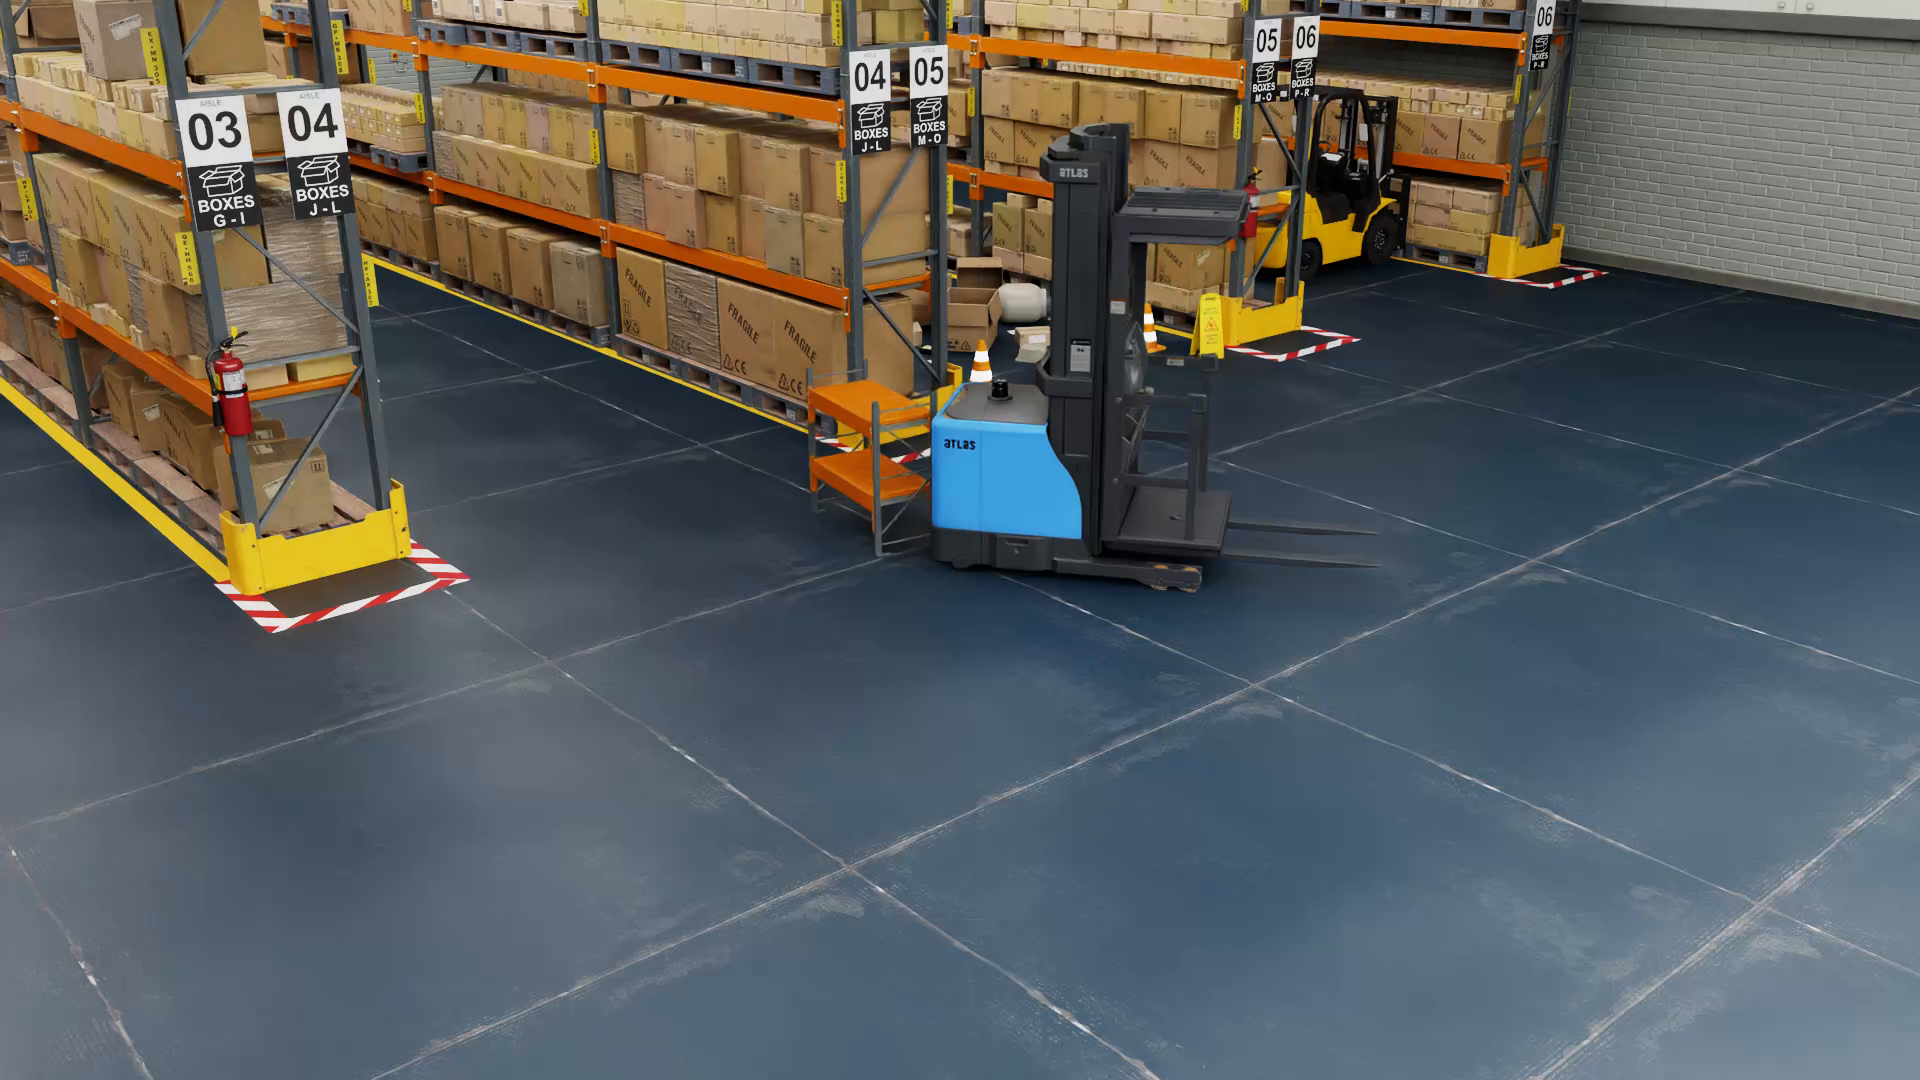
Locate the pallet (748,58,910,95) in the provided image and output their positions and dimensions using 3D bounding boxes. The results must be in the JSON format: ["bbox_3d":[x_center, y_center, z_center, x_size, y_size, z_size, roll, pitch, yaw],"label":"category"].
[{"bbox_3d":[-1.016,-3.893,13.819,1.003,0.211,1.213,-17,27,-37],"label":"pallet"}]

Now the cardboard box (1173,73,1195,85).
[{"bbox_3d":[3.218,-6.495,23.427,0.380,0.149,0.250,-18,28,-39],"label":"cardboard box"}]

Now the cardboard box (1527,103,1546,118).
[{"bbox_3d":[6.893,-5.228,20.193,0.380,0.149,0.250,-18,28,-39],"label":"cardboard box"}]

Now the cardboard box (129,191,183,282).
[{"bbox_3d":[-5.224,-2.063,11.222,0.500,0.500,0.500,-17,27,-37],"label":"cardboard box"}]

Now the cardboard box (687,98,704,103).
[{"bbox_3d":[-3.597,-6.409,23.754,0.500,0.250,0.500,-18,28,-39],"label":"cardboard box"}]

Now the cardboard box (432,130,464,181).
[{"bbox_3d":[-5.657,-4.404,18.977,0.500,0.500,0.500,-17,27,-37],"label":"cardboard box"}]

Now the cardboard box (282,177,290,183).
[{"bbox_3d":[-9.151,-4.960,23.053,0.380,0.149,0.250,-18,28,-38],"label":"cardboard box"}]

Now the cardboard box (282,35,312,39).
[{"bbox_3d":[-9.122,-6.770,23.240,0.500,0.500,0.500,-17,27,-37],"label":"cardboard box"}]

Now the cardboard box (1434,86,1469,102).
[{"bbox_3d":[6.042,-5.473,20.410,0.380,0.149,0.250,-17,27,-37],"label":"cardboard box"}]

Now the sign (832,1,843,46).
[{"bbox_3d":[-0.944,-3.982,12.819,0.100,0.325,0.005,-17,27,-37],"label":"sign"}]

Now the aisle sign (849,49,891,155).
[{"bbox_3d":[-0.705,-3.455,13.127,0.394,0.787,0.004,-17,27,-37],"label":"aisle sign"}]

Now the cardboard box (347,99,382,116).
[{"bbox_3d":[-7.256,-5.285,20.318,0.380,0.149,0.250,-16,26,-35],"label":"cardboard box"}]

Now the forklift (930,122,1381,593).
[{"bbox_3d":[1.364,-1.227,11.099,3.031,2.935,1.130,5,22,12],"label":"forklift"}]

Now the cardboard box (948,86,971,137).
[{"bbox_3d":[0.074,-5.100,19.772,0.500,0.500,0.500,-18,28,-38],"label":"cardboard box"}]

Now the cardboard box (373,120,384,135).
[{"bbox_3d":[-6.763,-4.936,19.834,0.380,0.149,0.250,-17,27,-36],"label":"cardboard box"}]

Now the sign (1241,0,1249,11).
[{"bbox_3d":[2.726,-5.224,15.881,0.100,0.325,0.005,-17,27,-37],"label":"sign"}]

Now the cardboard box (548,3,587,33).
[{"bbox_3d":[-3.717,-5.166,16.441,0.500,0.250,0.500,-17,27,-37],"label":"cardboard box"}]

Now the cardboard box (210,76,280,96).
[{"bbox_3d":[-4.706,-2.961,10.977,0.380,0.149,0.250,-18,28,-38],"label":"cardboard box"}]

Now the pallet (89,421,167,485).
[{"bbox_3d":[-6.493,-0.812,13.768,1.003,0.211,1.213,-17,27,-37],"label":"pallet"}]

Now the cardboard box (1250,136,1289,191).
[{"bbox_3d":[3.061,-3.923,17.343,0.500,0.500,0.500,-18,28,-38],"label":"cardboard box"}]

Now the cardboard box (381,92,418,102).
[{"bbox_3d":[-7.097,-5.581,21.074,0.380,0.149,0.250,-19,28,-40],"label":"cardboard box"}]

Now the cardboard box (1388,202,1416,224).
[{"bbox_3d":[5.691,-4.211,21.131,0.500,0.250,0.500,-18,28,-39],"label":"cardboard box"}]

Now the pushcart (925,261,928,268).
[{"bbox_3d":[-1.146,-2.869,18.792,0.936,0.377,1.648,12,24,27],"label":"pushcart"}]

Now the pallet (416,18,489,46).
[{"bbox_3d":[-5.286,-5.689,18.542,1.213,0.211,1.003,-16,26,-35],"label":"pallet"}]

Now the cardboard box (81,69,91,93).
[{"bbox_3d":[-5.906,-3.222,11.645,0.380,0.149,0.250,-17,27,-36],"label":"cardboard box"}]

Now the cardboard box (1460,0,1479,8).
[{"bbox_3d":[6.147,-6.403,19.736,0.380,0.149,0.250,-18,28,-39],"label":"cardboard box"}]

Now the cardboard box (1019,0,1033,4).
[{"bbox_3d":[0.865,-5.993,18.310,0.380,0.149,0.250,-19,28,-39],"label":"cardboard box"}]

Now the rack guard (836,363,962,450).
[{"bbox_3d":[-0.508,-1.165,14.272,1.175,0.500,0.348,-17,27,-37],"label":"rack guard"}]

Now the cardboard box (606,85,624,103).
[{"bbox_3d":[-5.169,-6.971,25.531,0.500,0.500,0.500,-17,27,-37],"label":"cardboard box"}]

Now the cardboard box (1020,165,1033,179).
[{"bbox_3d":[0.912,-4.243,19.048,0.380,0.149,0.250,-18,27,-38],"label":"cardboard box"}]

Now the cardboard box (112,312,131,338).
[{"bbox_3d":[-6.057,-1.628,12.373,0.380,0.149,0.250,-17,27,-37],"label":"cardboard box"}]

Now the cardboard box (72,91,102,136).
[{"bbox_3d":[-5.843,-3.001,11.624,0.500,0.250,0.500,-18,28,-38],"label":"cardboard box"}]

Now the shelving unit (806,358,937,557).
[{"bbox_3d":[-0.640,-0.615,12.012,0.538,1.125,1.048,-12,25,-28],"label":"shelving unit"}]

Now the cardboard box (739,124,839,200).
[{"bbox_3d":[-1.428,-3.337,14.704,0.875,0.550,0.550,-17,27,-37],"label":"cardboard box"}]

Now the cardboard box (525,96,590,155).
[{"bbox_3d":[-4.130,-4.370,17.519,0.700,0.500,0.500,-17,27,-37],"label":"cardboard box"}]

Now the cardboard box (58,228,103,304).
[{"bbox_3d":[-6.412,-2.187,12.910,0.875,0.500,0.500,-17,27,-37],"label":"cardboard box"}]

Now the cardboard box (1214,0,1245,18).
[{"bbox_3d":[2.716,-5.216,16.325,0.380,0.149,0.250,-17,27,-37],"label":"cardboard box"}]

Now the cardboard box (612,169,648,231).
[{"bbox_3d":[-2.885,-3.411,16.374,0.875,0.550,0.550,-17,27,-37],"label":"cardboard box"}]

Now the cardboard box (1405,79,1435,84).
[{"bbox_3d":[5.873,-5.789,21.217,0.380,0.149,0.250,-17,27,-37],"label":"cardboard box"}]

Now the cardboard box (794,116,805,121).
[{"bbox_3d":[-1.991,-5.696,22.183,0.380,0.149,0.250,-19,29,-40],"label":"cardboard box"}]

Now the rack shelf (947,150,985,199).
[{"bbox_3d":[-0.756,-4.864,21.277,1.077,0.370,4.000,-17,27,-37],"label":"rack shelf"}]

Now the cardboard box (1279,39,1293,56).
[{"bbox_3d":[3.190,-4.990,16.843,0.380,0.149,0.250,-17,27,-37],"label":"cardboard box"}]

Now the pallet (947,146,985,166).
[{"bbox_3d":[0.160,-4.803,20.397,1.003,0.211,1.213,-17,27,-37],"label":"pallet"}]

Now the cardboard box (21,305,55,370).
[{"bbox_3d":[-8.370,-1.948,15.669,0.700,0.500,0.500,-15,26,-33],"label":"cardboard box"}]

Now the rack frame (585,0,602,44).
[{"bbox_3d":[-3.135,-6.234,15.561,1.000,3.000,0.127,-17,27,-37],"label":"rack frame"}]

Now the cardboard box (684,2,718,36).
[{"bbox_3d":[-2.037,-4.528,14.404,0.500,0.250,0.500,-17,27,-37],"label":"cardboard box"}]

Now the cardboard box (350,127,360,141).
[{"bbox_3d":[-7.250,-5.007,20.422,0.380,0.149,0.250,-16,27,-36],"label":"cardboard box"}]

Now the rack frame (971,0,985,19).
[{"bbox_3d":[0.549,-7.440,18.640,1.000,3.000,0.127,-17,27,-37],"label":"rack frame"}]

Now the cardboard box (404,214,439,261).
[{"bbox_3d":[-6.374,-3.697,20.161,0.500,0.500,0.500,-18,27,-38],"label":"cardboard box"}]

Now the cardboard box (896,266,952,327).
[{"bbox_3d":[-0.521,-2.581,17.698,0.797,0.637,0.503,-17,27,-37],"label":"cardboard box"}]

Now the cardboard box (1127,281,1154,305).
[{"bbox_3d":[2.096,-2.761,18.115,0.500,0.250,0.500,-17,27,-37],"label":"cardboard box"}]

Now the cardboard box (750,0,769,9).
[{"bbox_3d":[-1.500,-4.452,13.663,0.380,0.149,0.250,-17,27,-37],"label":"cardboard box"}]

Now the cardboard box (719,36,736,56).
[{"bbox_3d":[-1.827,-4.219,14.162,0.380,0.149,0.250,-17,27,-37],"label":"cardboard box"}]

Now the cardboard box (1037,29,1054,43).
[{"bbox_3d":[1.074,-5.575,18.337,0.380,0.149,0.250,-16,27,-36],"label":"cardboard box"}]
